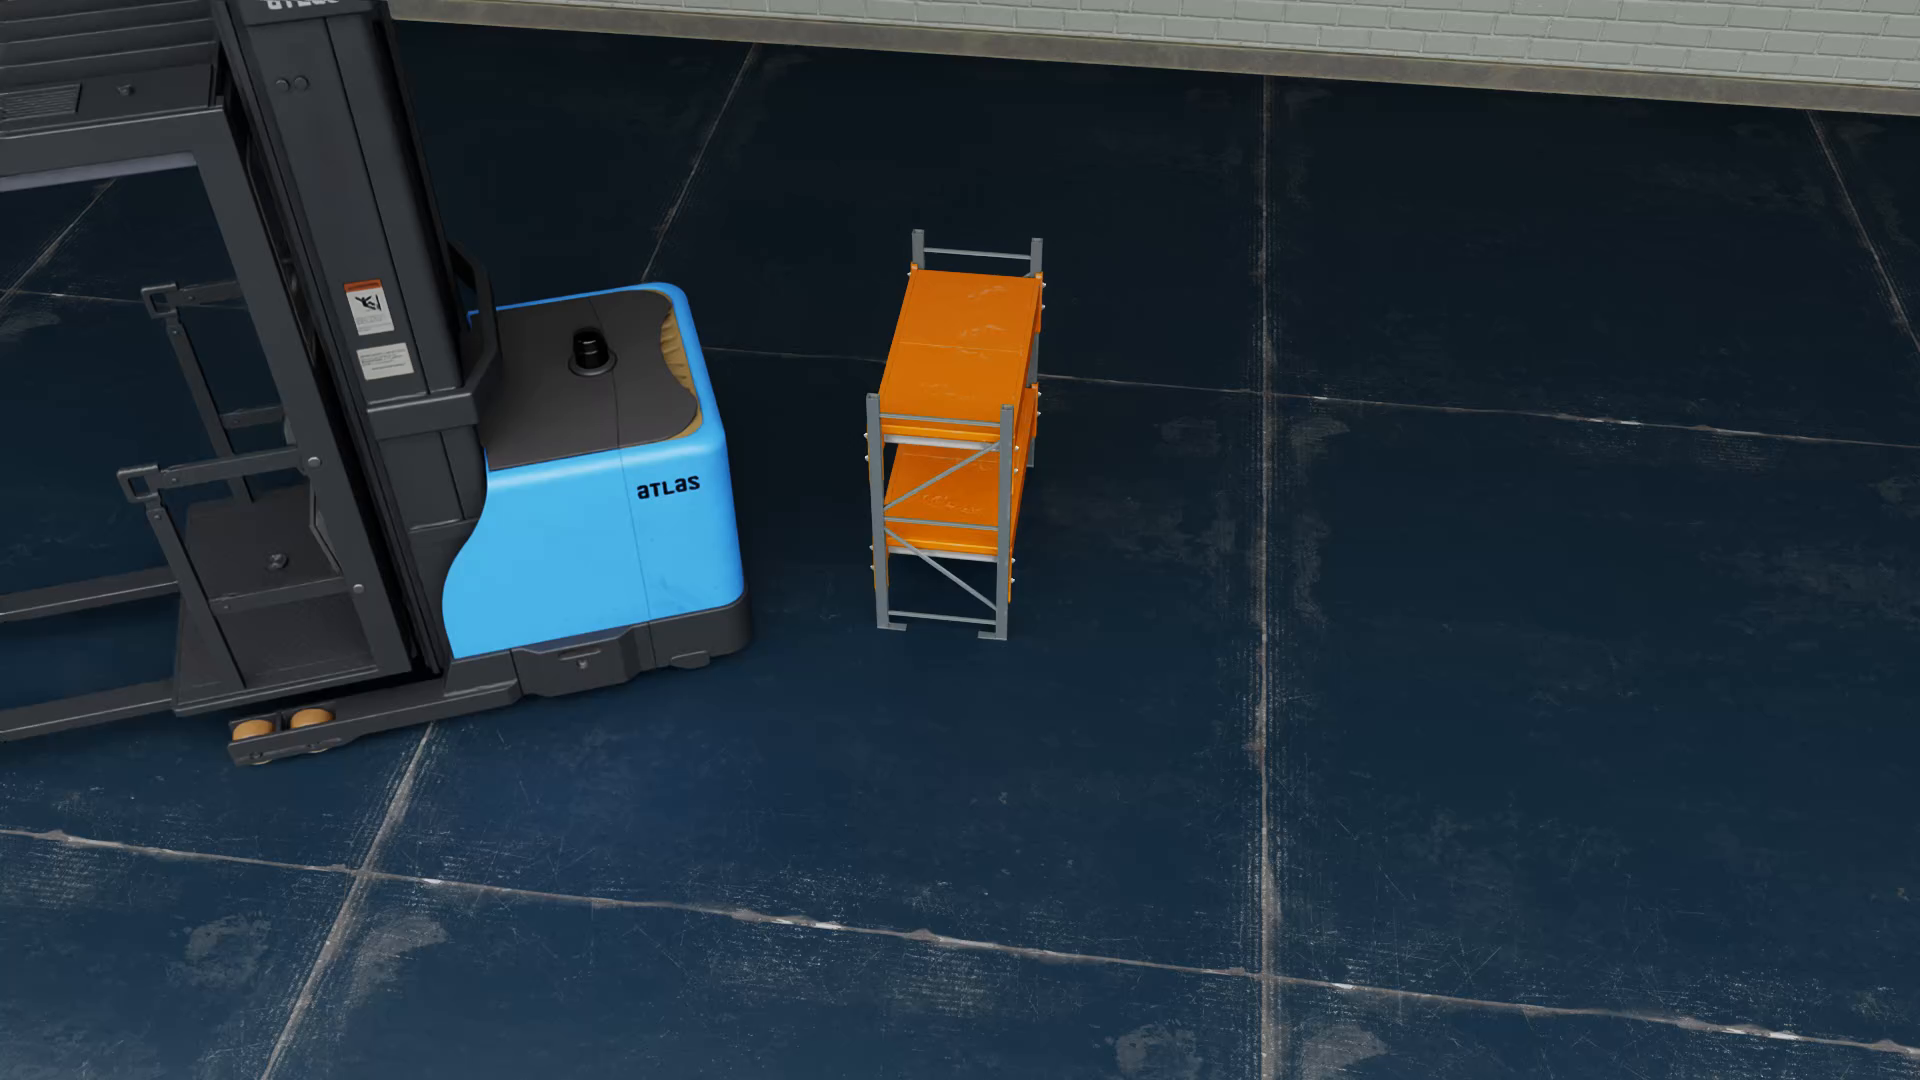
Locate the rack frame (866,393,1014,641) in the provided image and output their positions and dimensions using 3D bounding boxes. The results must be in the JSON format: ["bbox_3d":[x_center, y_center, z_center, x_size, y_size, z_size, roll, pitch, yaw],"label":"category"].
[{"bbox_3d":[-0.068,-0.057,5.993,0.500,1.125,0.032,5,44,6],"label":"rack frame"}]

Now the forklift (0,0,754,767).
[{"bbox_3d":[-2.355,-0.673,5.329,3.031,2.935,1.130,-11,45,-11],"label":"forklift"}]

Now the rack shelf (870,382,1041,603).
[{"bbox_3d":[-0.001,-0.226,6.527,0.538,0.278,1.000,5,44,6],"label":"rack shelf"}]

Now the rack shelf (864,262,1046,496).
[{"bbox_3d":[-0.001,-0.616,6.157,0.538,0.278,1.000,5,44,6],"label":"rack shelf"}]

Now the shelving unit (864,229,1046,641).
[{"bbox_3d":[-0.001,-0.404,6.358,0.538,1.125,1.048,5,44,6],"label":"shelving unit"}]

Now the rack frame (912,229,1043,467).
[{"bbox_3d":[0.066,-0.750,6.724,0.500,1.125,0.032,5,44,6],"label":"rack frame"}]
